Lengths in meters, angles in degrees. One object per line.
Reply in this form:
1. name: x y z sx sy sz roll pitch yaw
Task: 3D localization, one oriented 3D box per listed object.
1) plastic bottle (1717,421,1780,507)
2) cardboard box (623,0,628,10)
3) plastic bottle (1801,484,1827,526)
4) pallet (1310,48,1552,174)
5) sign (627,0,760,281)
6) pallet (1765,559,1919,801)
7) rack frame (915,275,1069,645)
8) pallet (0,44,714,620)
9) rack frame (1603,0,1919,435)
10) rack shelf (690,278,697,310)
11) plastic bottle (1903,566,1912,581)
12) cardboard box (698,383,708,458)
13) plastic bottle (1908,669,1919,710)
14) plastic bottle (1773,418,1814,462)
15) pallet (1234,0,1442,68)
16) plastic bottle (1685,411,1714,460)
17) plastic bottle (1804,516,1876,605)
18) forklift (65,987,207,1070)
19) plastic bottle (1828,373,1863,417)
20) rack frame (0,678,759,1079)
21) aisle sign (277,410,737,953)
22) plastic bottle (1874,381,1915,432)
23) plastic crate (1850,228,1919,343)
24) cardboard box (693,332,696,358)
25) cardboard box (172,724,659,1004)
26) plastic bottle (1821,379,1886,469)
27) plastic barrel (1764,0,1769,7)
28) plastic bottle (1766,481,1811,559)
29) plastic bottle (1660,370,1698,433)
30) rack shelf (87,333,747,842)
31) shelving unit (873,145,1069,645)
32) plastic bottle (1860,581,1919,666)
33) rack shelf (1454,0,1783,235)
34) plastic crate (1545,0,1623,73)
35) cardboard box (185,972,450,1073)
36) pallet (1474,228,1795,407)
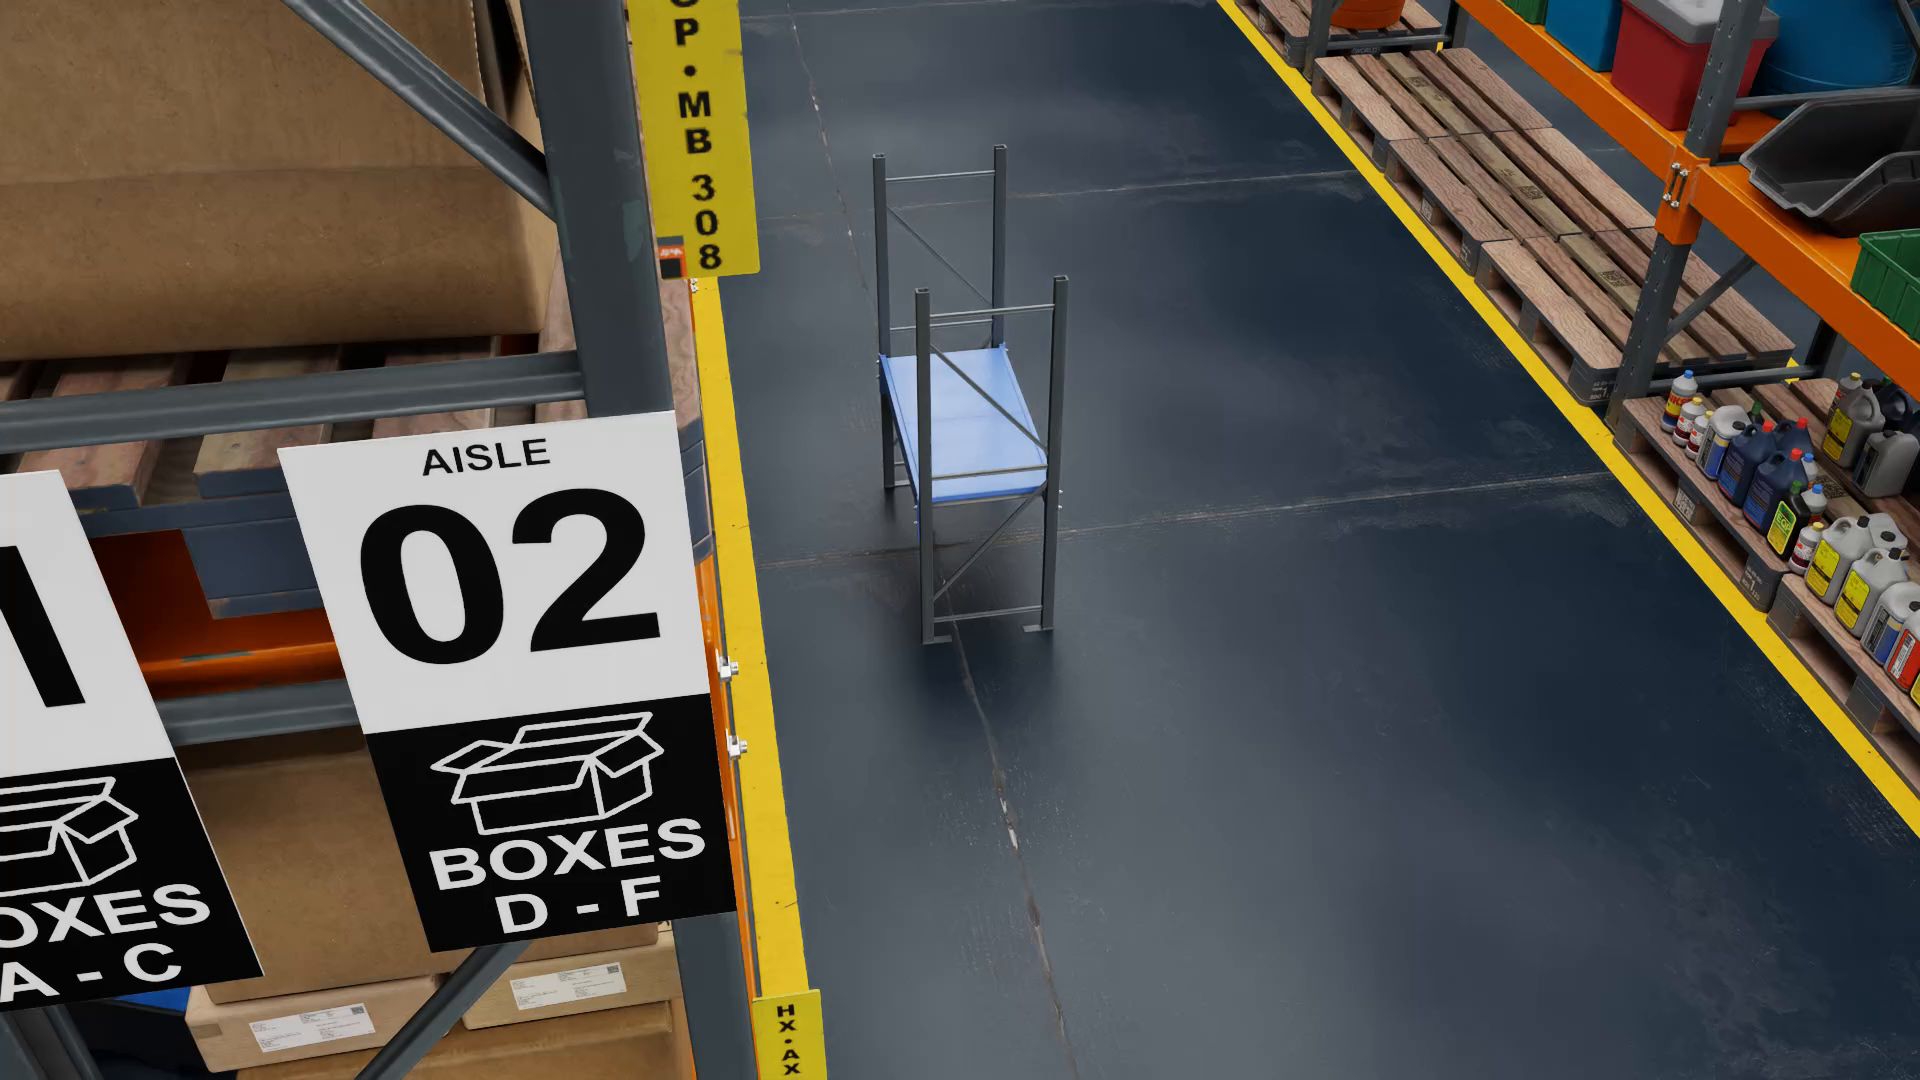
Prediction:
1. plastic bottle: 3.108 -0.323 6.521 0.144 0.351 0.185 -5 38 -7
2. cardboard box: -0.823 -1.258 2.942 0.500 0.500 0.500 -6 38 -8
3. plastic bottle: 3.204 -0.093 6.289 0.097 0.271 0.097 0 38 0
4. pallet: 2.771 -2.570 9.886 1.003 0.211 1.213 -6 38 -8
5. sign: -0.254 -0.398 1.595 0.100 0.325 0.005 -6 38 -8
6. pallet: 3.669 0.523 5.905 1.003 0.211 1.213 -6 38 -8
7. rack frame: 0.104 -0.234 5.828 0.500 1.500 0.032 -6 38 -8
8. pallet: -0.900 -0.360 2.396 1.003 0.211 1.213 -6 38 -8
9. rack frame: 3.375 -1.727 6.528 1.000 3.000 0.127 -6 38 -8
10. rack shelf: -1.853 -2.121 7.621 1.077 0.370 4.000 -6 38 -8
11. plastic bottle: 3.359 0.180 5.996 0.097 0.201 0.097 0 38 0
12. cardboard box: -1.329 -0.547 6.908 0.500 0.250 0.500 -7 38 -9
13. plastic bottle: 3.284 0.457 5.572 0.061 0.283 0.133 -5 38 -7
14. plastic bottle: 3.250 -0.338 6.541 0.144 0.351 0.185 -6 38 -8
15. pallet: 2.494 -3.514 11.101 1.003 0.211 1.213 -6 38 -8
16. plastic bottle: 3.035 -0.433 6.785 0.097 0.201 0.097 0 38 0
17. plastic bottle: 3.216 0.048 6.044 0.144 0.351 0.185 -7 38 -8
18. forklift: -3.432 -0.088 4.474 3.031 2.935 1.130 7 38 9
19. plastic bottle: 3.745 -0.610 7.013 0.097 0.201 0.097 0 38 0
20. rack frame: -0.801 1.219 2.736 1.000 3.000 0.127 -6 38 -8
21. aisle sign: -0.488 0.199 1.929 0.394 0.787 0.004 -6 38 -8
22. plastic bottle: 3.772 -0.497 6.745 0.144 0.351 0.185 -7 38 -9
23. plastic crate: 3.335 -0.793 5.499 0.450 0.188 0.662 -6 38 -8
24. cardboard box: -1.330 -0.775 6.744 0.500 0.311 0.500 -6 38 -8
25. cardboard box: -0.880 0.352 2.713 0.700 0.500 0.500 -6 38 -8
26. plastic bottle: 3.630 -0.481 6.725 0.144 0.351 0.185 -6 38 -8
27. plastic barrel: 3.423 -2.382 7.261 0.433 0.535 0.433 0 38 0
28. plastic bottle: 3.129 -0.078 6.261 0.061 0.283 0.133 -5 38 -6
29. plastic bottle: 2.999 -0.584 6.922 0.097 0.271 0.097 0 38 0
30. rack shelf: -1.152 -0.889 3.591 1.077 0.370 4.000 -6 38 -8
31. shelving unit: 0.015 -0.541 6.224 0.538 1.500 1.048 -6 38 -8
32. plastic bottle: 3.281 0.290 5.794 0.152 0.276 0.135 -7 38 -9
33. rack shelf: 3.024 -2.651 8.304 1.077 0.370 4.000 -6 38 -8
34. plastic crate: 2.875 -2.354 7.348 0.392 0.384 0.575 -6 38 -8
35. cardboard box: -1.056 0.713 2.777 0.380 0.149 0.250 -7 38 -9
36. pallet: 3.199 -1.096 7.989 1.003 0.211 1.213 -6 38 -8
